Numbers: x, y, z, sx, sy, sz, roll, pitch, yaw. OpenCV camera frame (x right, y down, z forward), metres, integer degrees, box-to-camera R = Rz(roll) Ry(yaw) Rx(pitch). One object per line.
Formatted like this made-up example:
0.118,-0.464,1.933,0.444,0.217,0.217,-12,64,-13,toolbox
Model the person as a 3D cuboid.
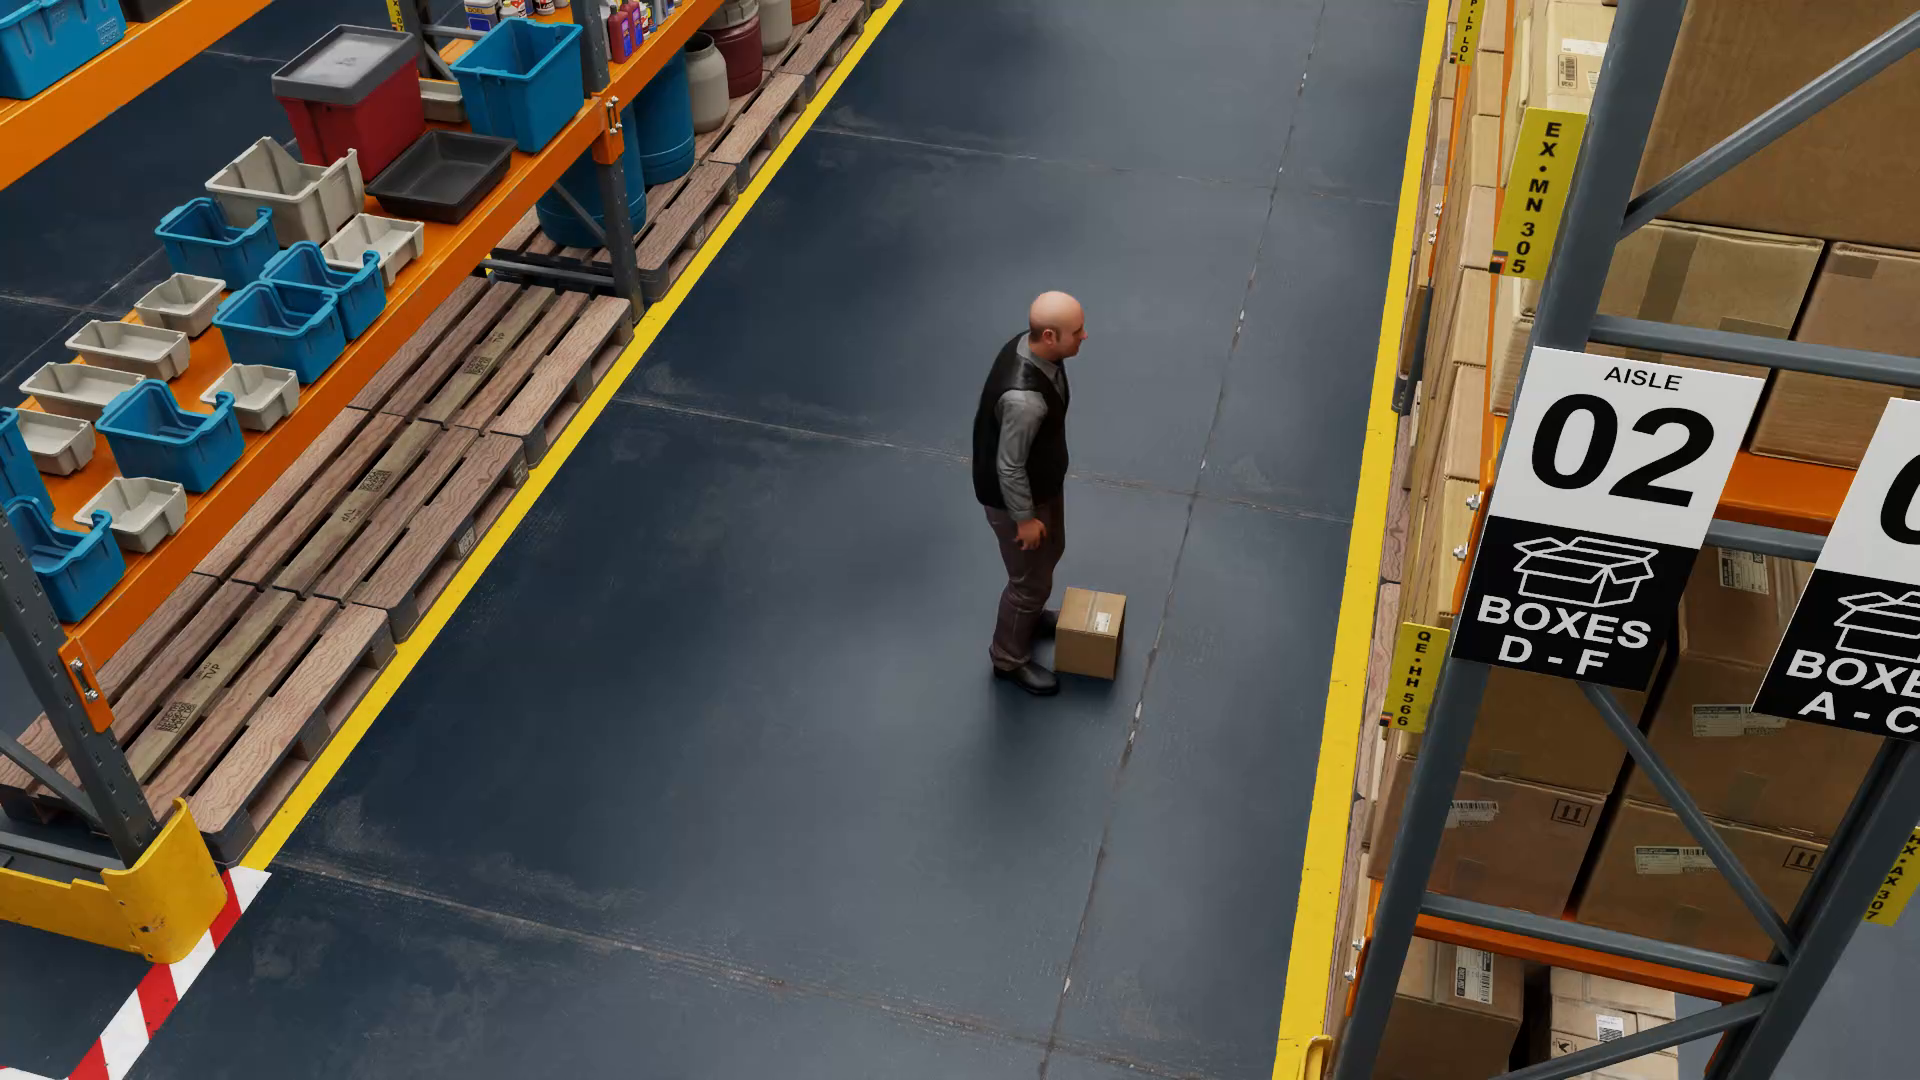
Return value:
0.257,-0.210,6.420,0.417,1.720,0.580,9,41,10,person
